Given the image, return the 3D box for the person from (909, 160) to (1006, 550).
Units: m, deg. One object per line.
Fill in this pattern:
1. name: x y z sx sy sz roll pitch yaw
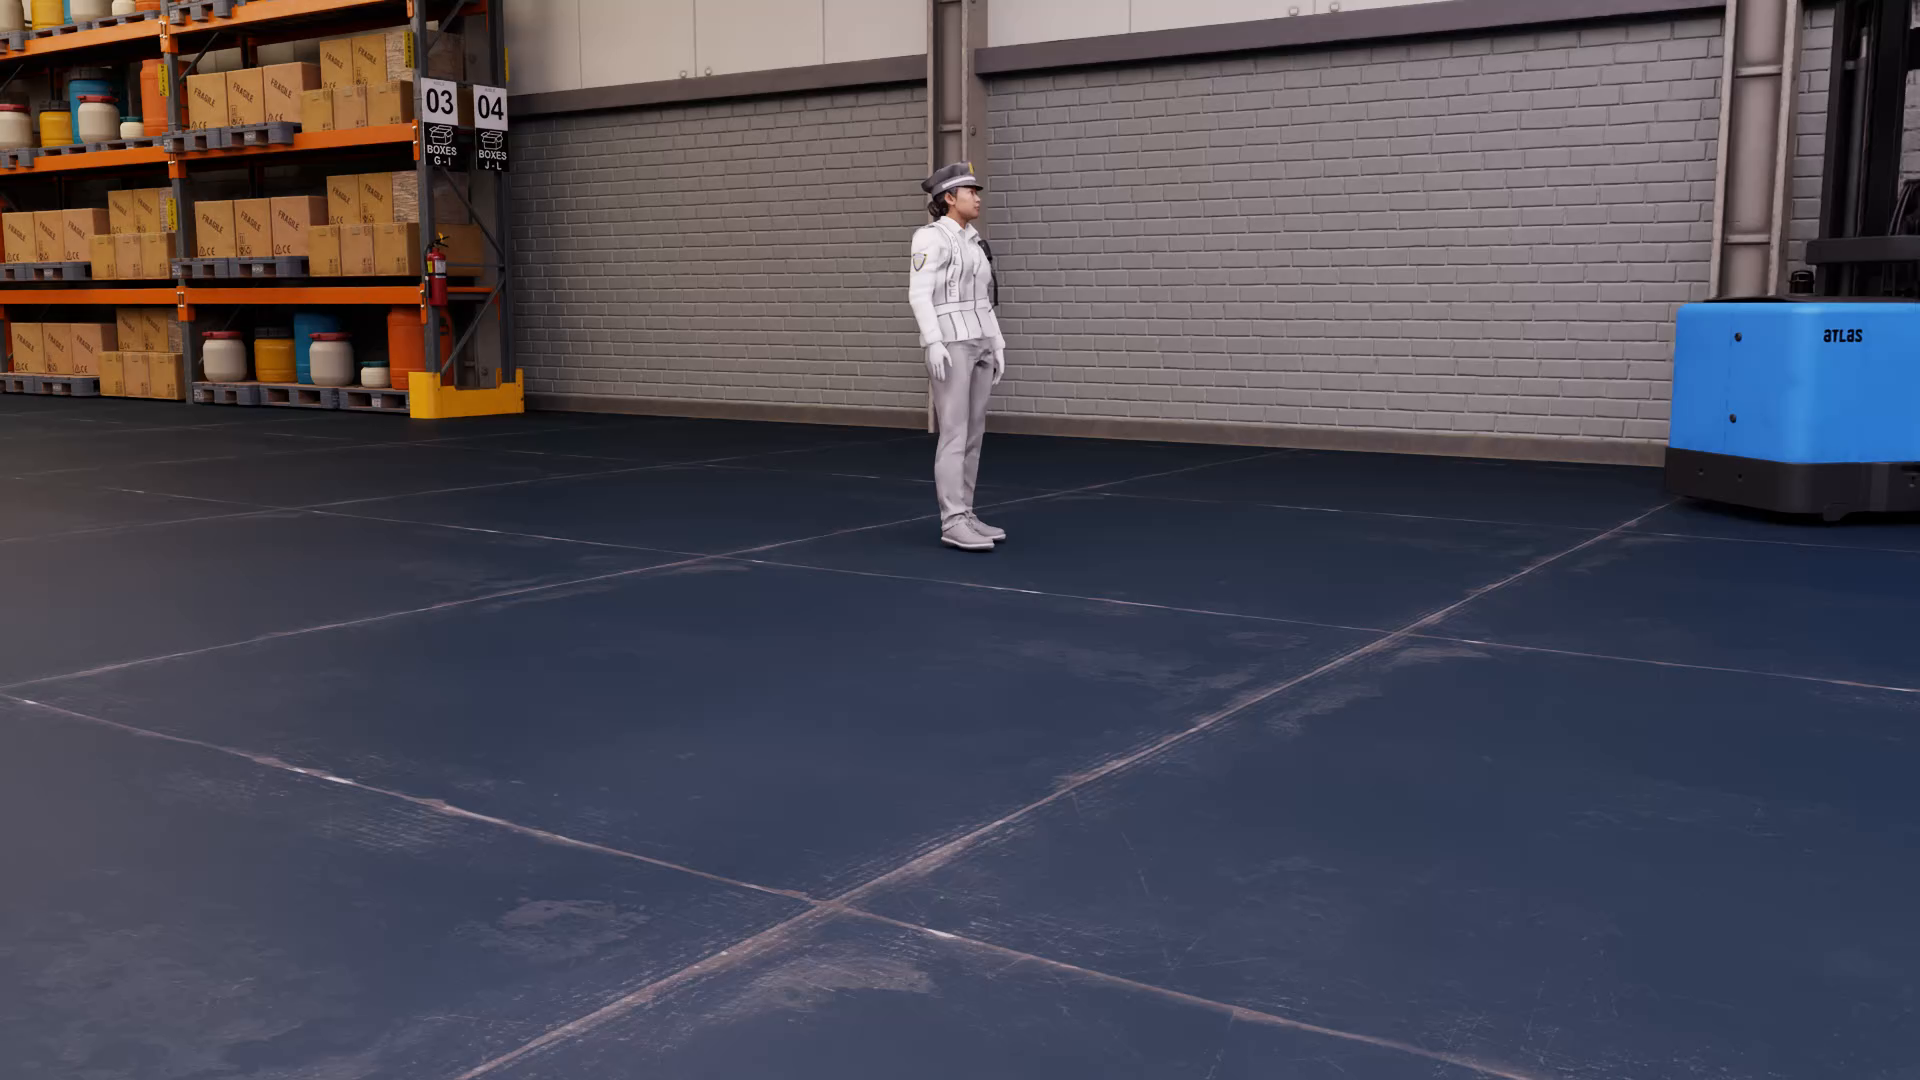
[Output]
1. person: 0.053 -0.840 7.440 0.531 1.695 0.587 5 10 34

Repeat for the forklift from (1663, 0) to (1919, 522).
1. forklift: 5.340 -1.621 8.593 3.031 2.935 1.130 -2 8 -12
